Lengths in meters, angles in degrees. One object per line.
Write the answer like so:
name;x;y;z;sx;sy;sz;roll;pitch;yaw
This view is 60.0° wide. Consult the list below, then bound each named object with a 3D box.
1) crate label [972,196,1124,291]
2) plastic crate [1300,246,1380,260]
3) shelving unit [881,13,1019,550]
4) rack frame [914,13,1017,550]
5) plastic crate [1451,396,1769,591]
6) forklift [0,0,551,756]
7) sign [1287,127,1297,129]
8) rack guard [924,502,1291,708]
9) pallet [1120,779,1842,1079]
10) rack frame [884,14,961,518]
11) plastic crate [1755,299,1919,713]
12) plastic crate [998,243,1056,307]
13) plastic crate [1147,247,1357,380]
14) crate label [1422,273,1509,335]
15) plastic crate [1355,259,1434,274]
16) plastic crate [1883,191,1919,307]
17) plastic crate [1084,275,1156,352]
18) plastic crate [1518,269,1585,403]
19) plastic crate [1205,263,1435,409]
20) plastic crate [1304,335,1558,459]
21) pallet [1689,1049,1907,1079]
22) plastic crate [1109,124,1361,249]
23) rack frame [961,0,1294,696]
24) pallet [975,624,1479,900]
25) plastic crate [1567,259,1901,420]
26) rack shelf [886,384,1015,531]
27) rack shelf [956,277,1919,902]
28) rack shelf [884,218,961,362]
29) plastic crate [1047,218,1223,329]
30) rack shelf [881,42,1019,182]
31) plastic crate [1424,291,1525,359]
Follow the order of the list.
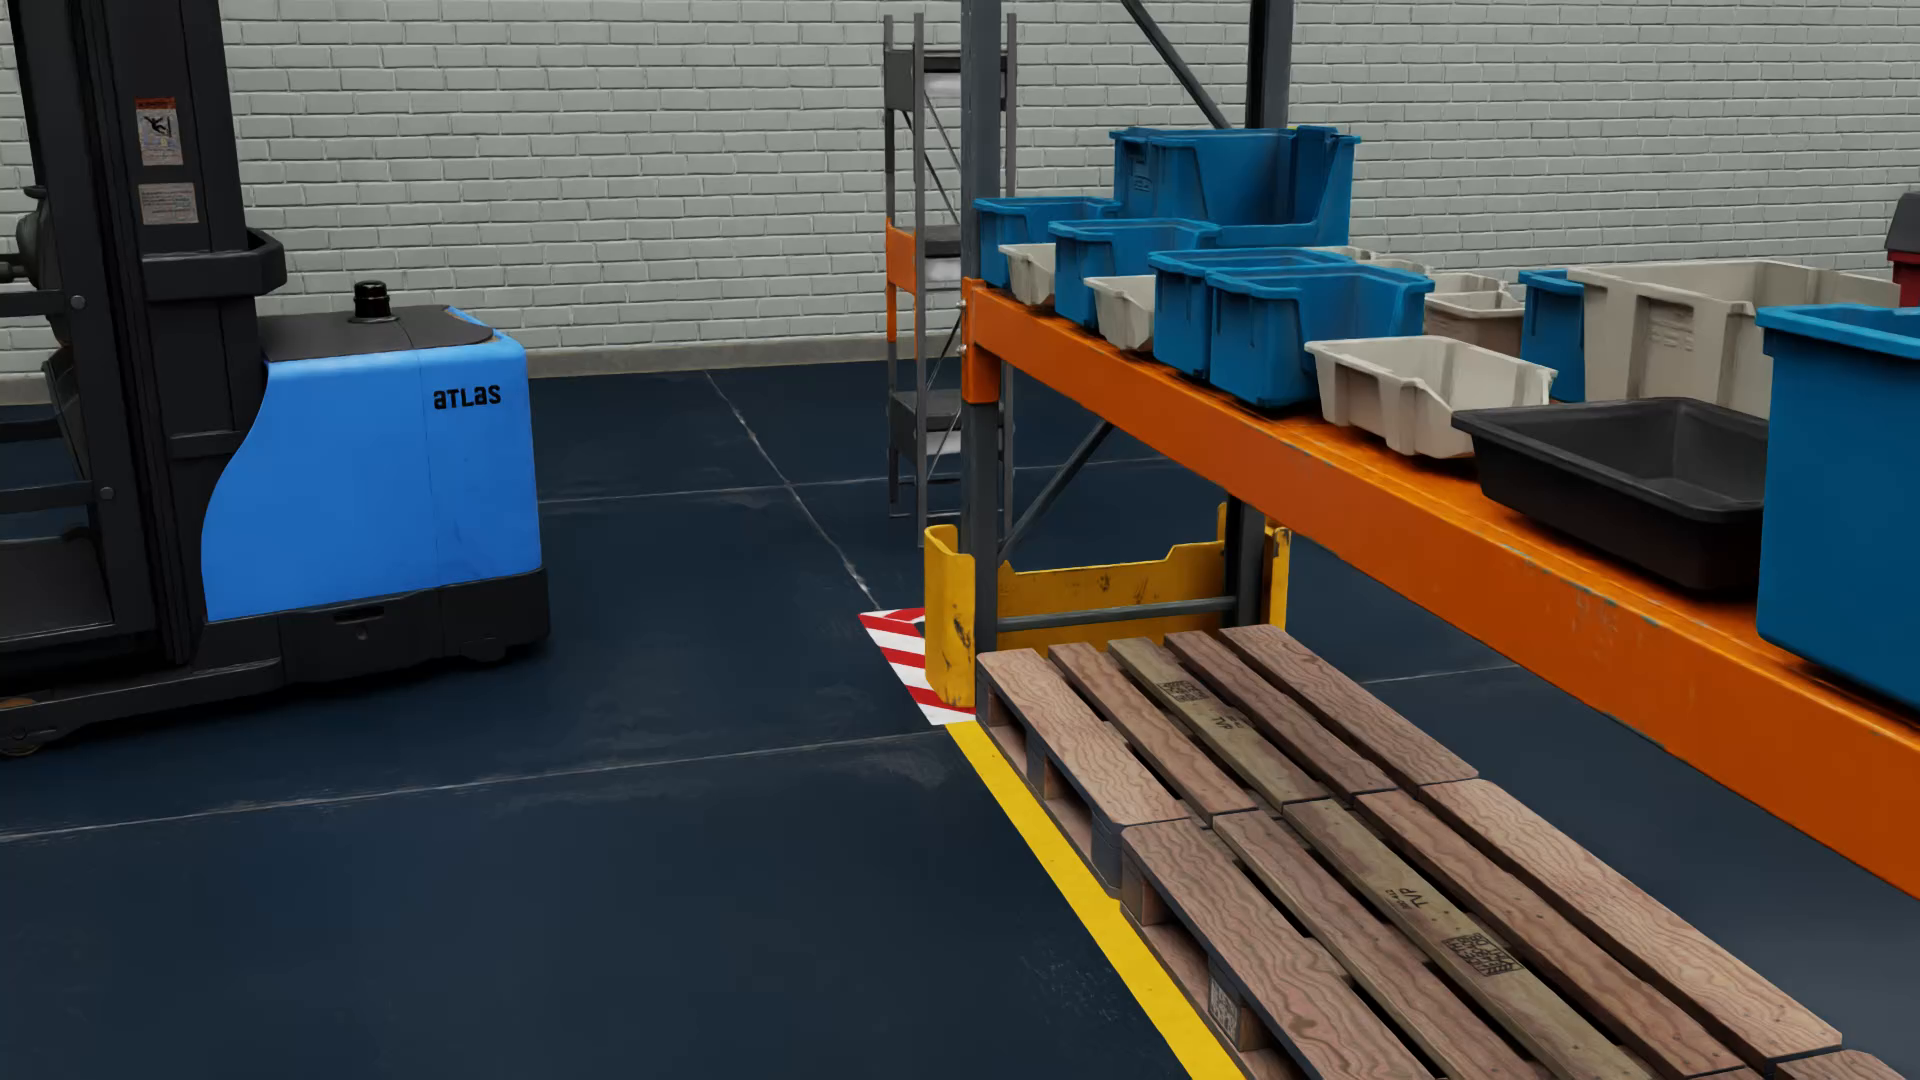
crate label;0.250;-0.849;4.750;0.416;0.233;0.303;-5;17;-15
plastic crate;0.897;-0.686;4.375;0.396;0.136;0.243;-5;17;-15
shelving unit;-0.045;-1.051;6.802;0.431;2.100;0.503;-5;17;-15
rack frame;0.022;-0.984;6.578;0.400;2.100;0.015;-5;17;-15
plastic crate;1.032;-0.073;2.357;0.437;0.125;0.590;-5;17;-15
forklift;-2.926;-0.919;4.917;3.031;2.935;1.130;-9;19;-29
sign;1.023;-1.121;5.185;0.100;0.325;0.005;-5;17;-15
rack guard;0.480;0.197;5.427;1.175;0.500;0.348;-5;17;-15
pallet;1.020;0.909;3.559;1.003;0.211;1.213;-5;17;-15
rack frame;-0.113;-1.119;7.027;0.400;2.100;0.015;-5;17;-15
plastic crate;1.142;-0.011;1.699;0.392;0.384;0.575;-5;17;-15
plastic crate;0.259;-0.707;4.447;0.250;0.136;0.298;-5;17;-15
plastic crate;0.612;-0.485;3.538;0.416;0.233;0.300;-5;17;-15
crate label;1.063;-0.529;3.854;0.396;0.136;0.243;-5;17;-15
plastic crate;0.963;-0.604;4.104;0.396;0.136;0.243;-5;17;-15
plastic crate;1.594;-0.214;2.236;0.402;0.464;0.583;-5;17;-15
plastic crate;0.445;-0.520;3.823;0.250;0.136;0.298;-5;17;-15
plastic crate;1.310;-0.395;3.241;0.416;0.233;0.300;-5;17;-15
plastic crate;0.694;-0.402;3.262;0.416;0.233;0.300;-5;17;-15
plastic crate;0.831;-0.248;2.919;0.293;0.136;0.466;-5;17;-15
pallet;1.359;1.247;2.434;1.003;0.211;1.213;-5;17;-15
plastic crate;0.770;-0.962;4.776;0.616;0.435;0.499;-5;17;-15
rack frame;0.499;-0.995;5.049;1.000;3.000;0.127;-5;17;-15
pallet;0.688;0.572;4.681;1.003;0.211;1.213;-5;17;-15
plastic crate;1.356;-0.297;2.829;0.437;0.282;0.530;-5;17;-15
rack shelf;-0.045;-0.368;7.008;0.431;0.518;0.480;-5;17;-15
rack shelf;1.048;-0.097;3.311;1.077;0.370;4.000;-5;17;-15
rack shelf;-0.045;-1.038;6.806;0.431;0.518;0.480;-5;17;-15
plastic crate;0.431;-0.667;4.144;0.416;0.233;0.300;-5;17;-15
rack shelf;-0.045;-1.709;6.605;0.431;0.518;0.480;-5;17;-15
plastic crate;1.162;-0.449;3.587;0.298;0.136;0.250;-5;17;-15
